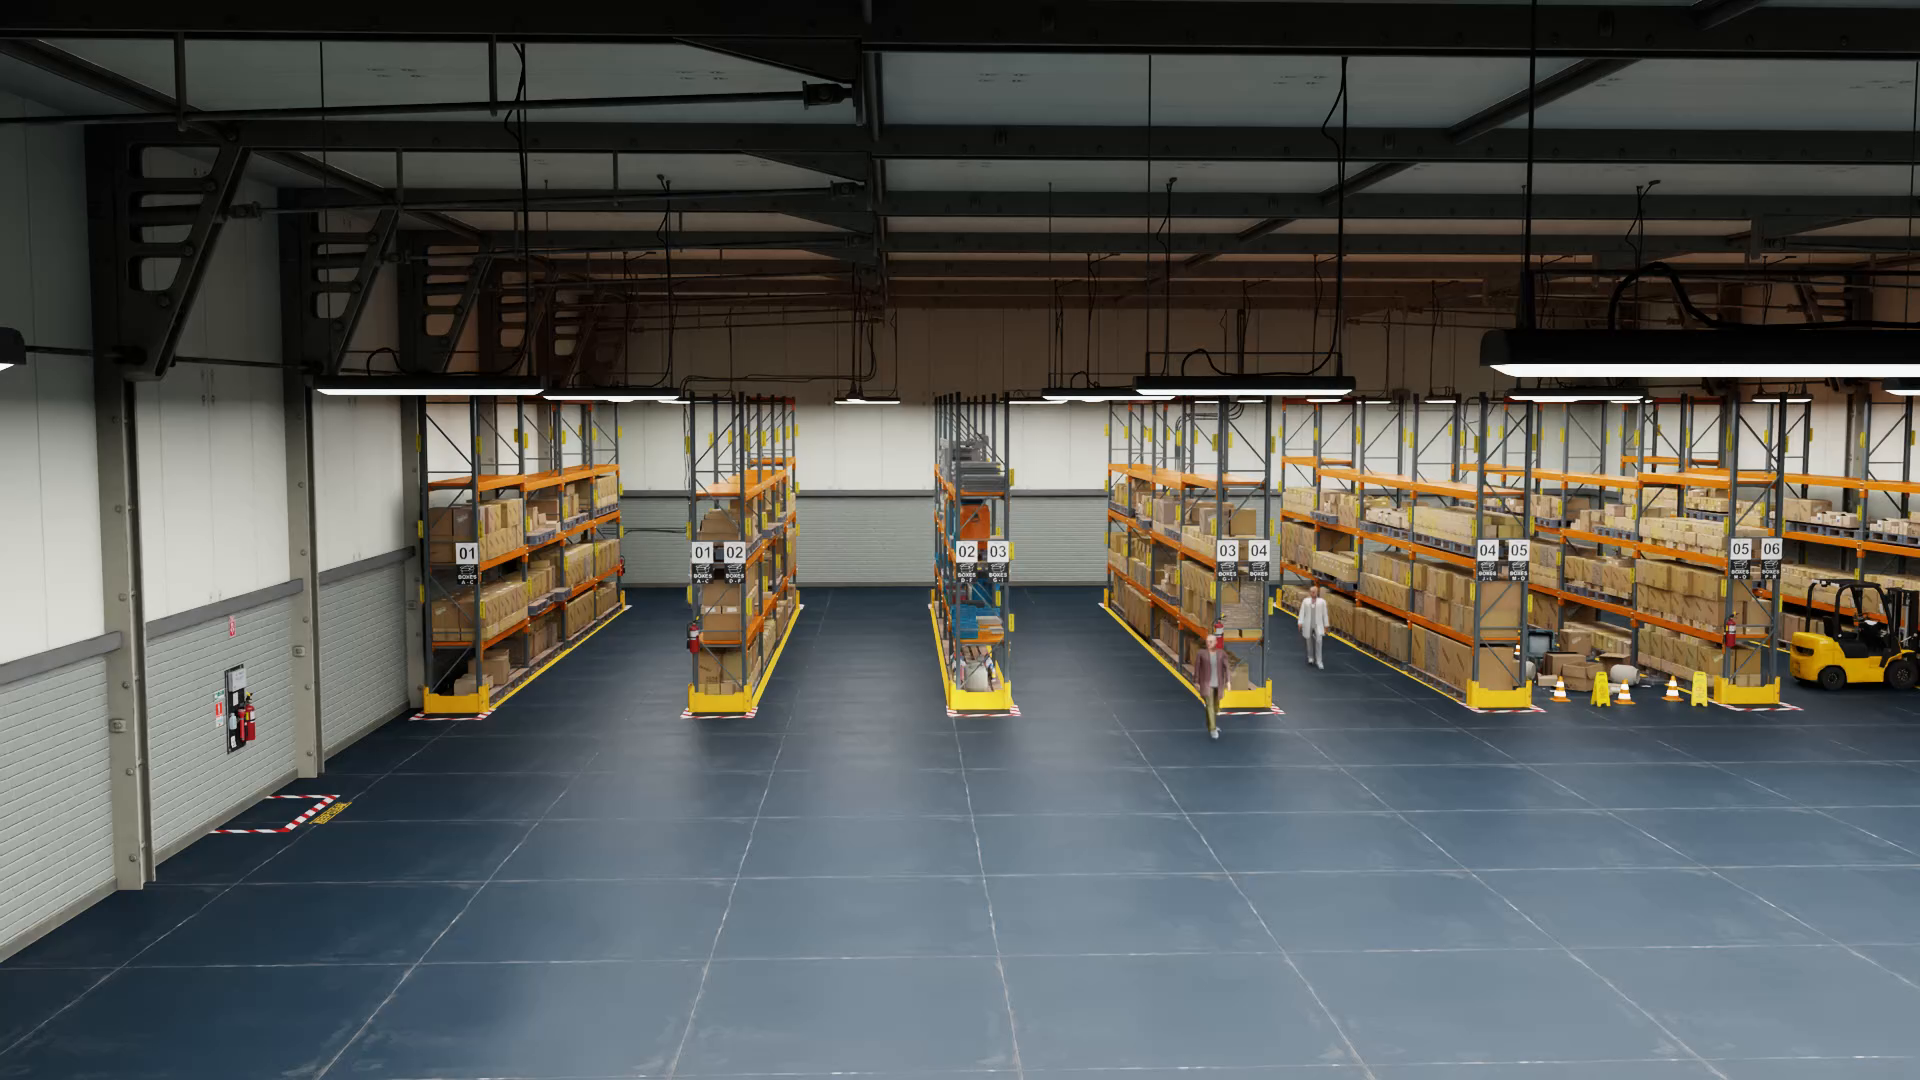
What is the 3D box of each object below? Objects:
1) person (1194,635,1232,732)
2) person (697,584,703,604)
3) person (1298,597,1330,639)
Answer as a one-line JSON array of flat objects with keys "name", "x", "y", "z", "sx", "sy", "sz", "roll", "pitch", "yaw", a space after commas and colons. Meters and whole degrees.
[{"name": "person", "x": 4.396, "y": 2.514, "z": 28.901, "sx": 0.609, "sy": 1.597, "sz": 0.845, "roll": 0, "pitch": 5, "yaw": -3}, {"name": "person", "x": -7.314, "y": 1.045, "z": 47.452, "sx": 0.424, "sy": 1.594, "sz": 0.524, "roll": -2, "pitch": 5, "yaw": -22}, {"name": "person", "x": 7.818, "y": 1.705, "z": 36.722, "sx": 0.684, "sy": 0.943, "sz": 0.501, "roll": 1, "pitch": 5, "yaw": 14}]
